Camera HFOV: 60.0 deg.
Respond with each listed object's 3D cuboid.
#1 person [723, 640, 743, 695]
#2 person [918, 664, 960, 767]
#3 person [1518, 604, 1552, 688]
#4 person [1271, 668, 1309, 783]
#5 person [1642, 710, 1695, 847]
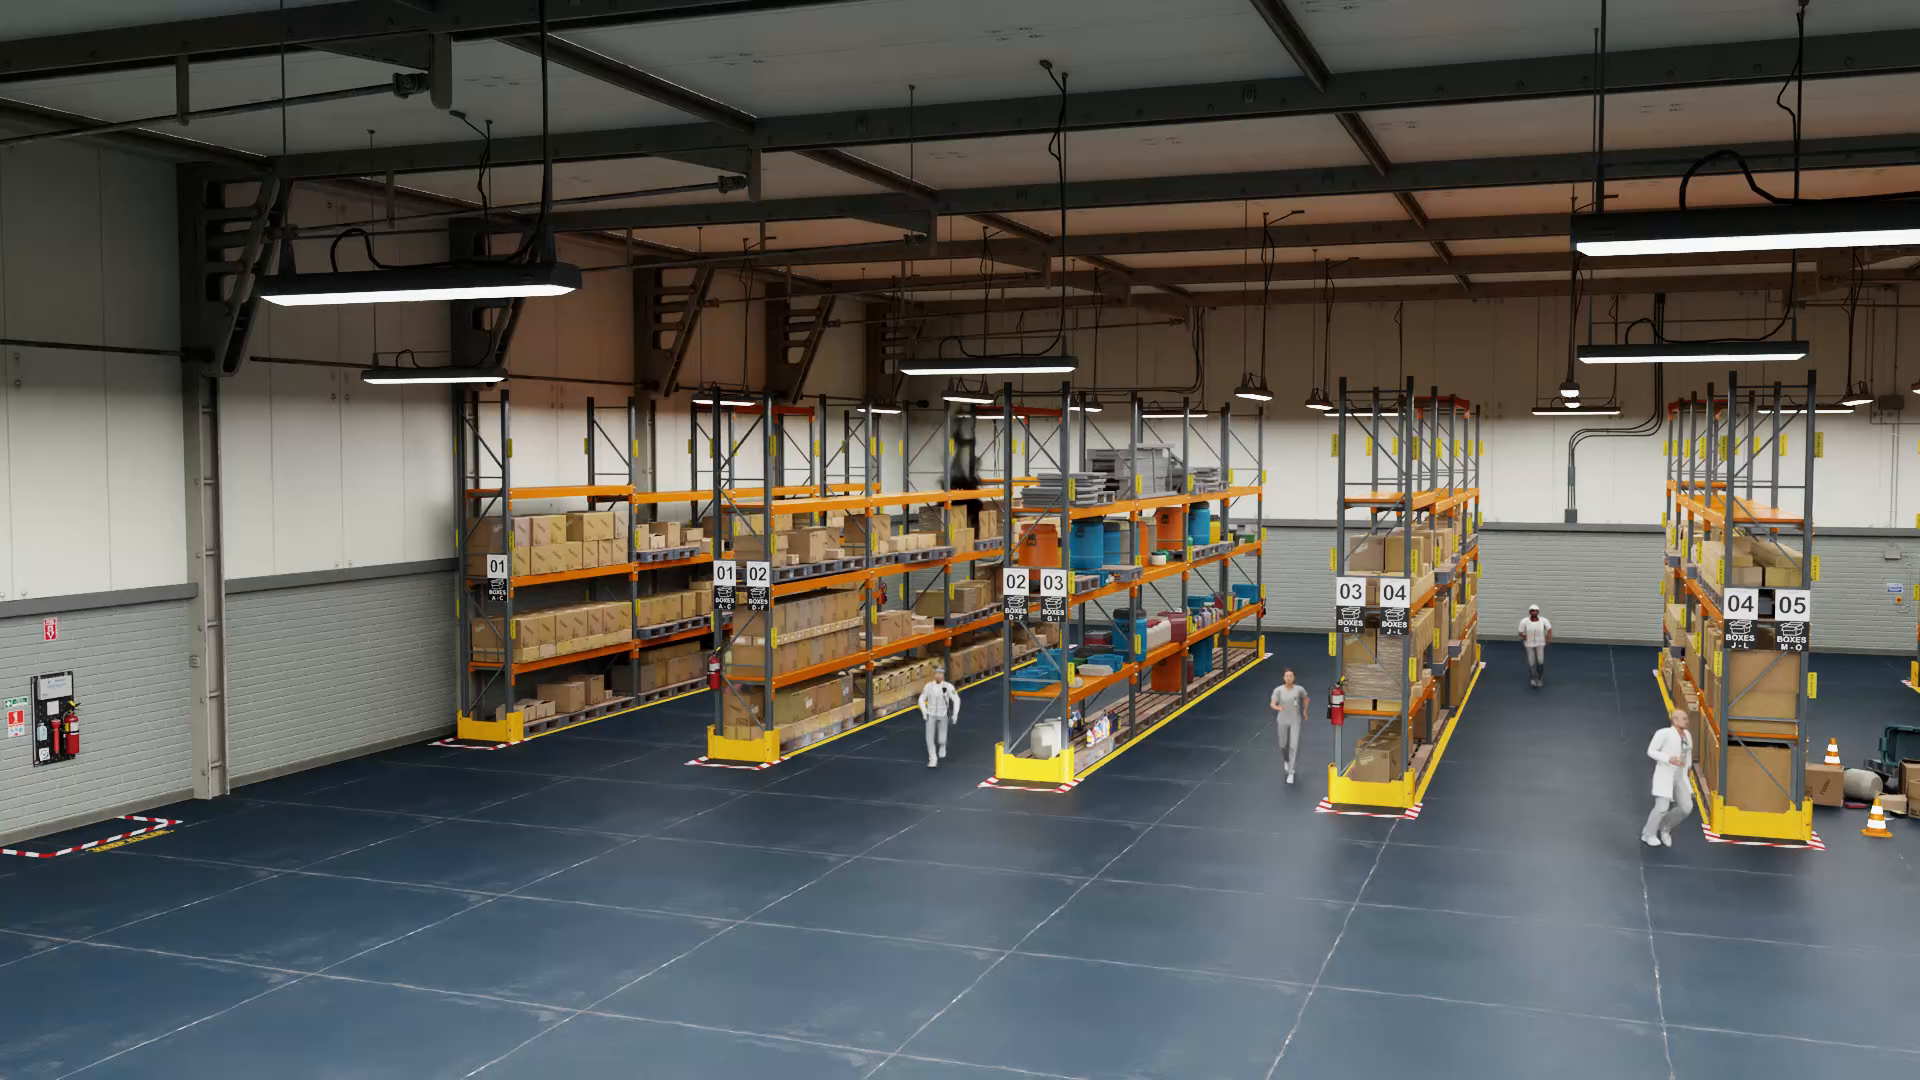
[{"bbox_3d":[-4.050,2.555,29.838,0.582,1.629,0.561,0,3,9],"label":"person"},{"bbox_3d":[-0.339,2.751,26.073,0.662,1.604,0.499,0,3,8],"label":"person"},{"bbox_3d":[11.994,2.217,34.698,0.672,1.746,0.657,1,3,19],"label":"person"},{"bbox_3d":[4.970,2.761,25.082,0.566,1.660,0.974,1,3,13],"label":"person"},{"bbox_3d":[8.988,2.996,20.860,0.714,1.723,0.647,-1,3,-11],"label":"person"}]
